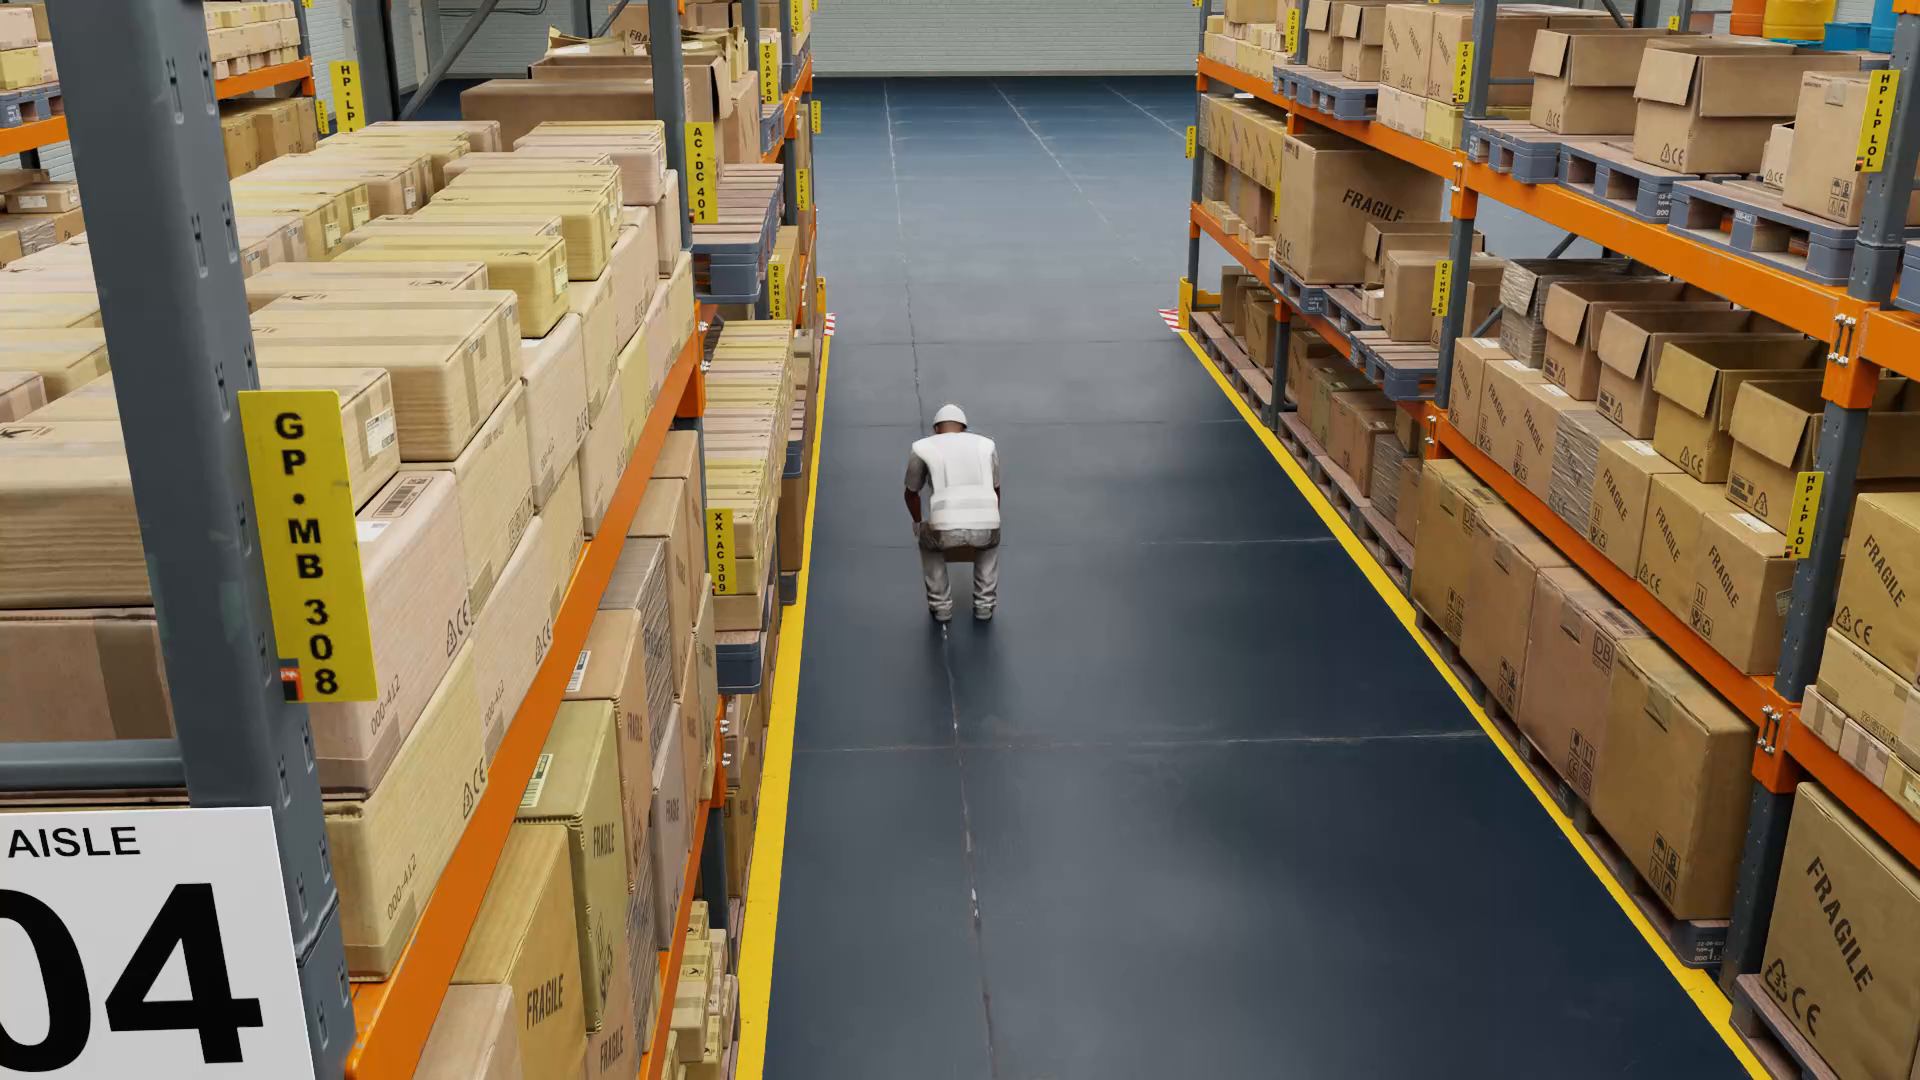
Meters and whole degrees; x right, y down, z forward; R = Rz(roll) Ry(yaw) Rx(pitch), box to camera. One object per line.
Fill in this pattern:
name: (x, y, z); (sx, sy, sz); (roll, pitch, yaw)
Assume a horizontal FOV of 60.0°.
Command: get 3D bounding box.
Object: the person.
person: (-0.038, -0.138, 10.258); (0.600, 1.209, 0.847); (-1, 20, -3)
